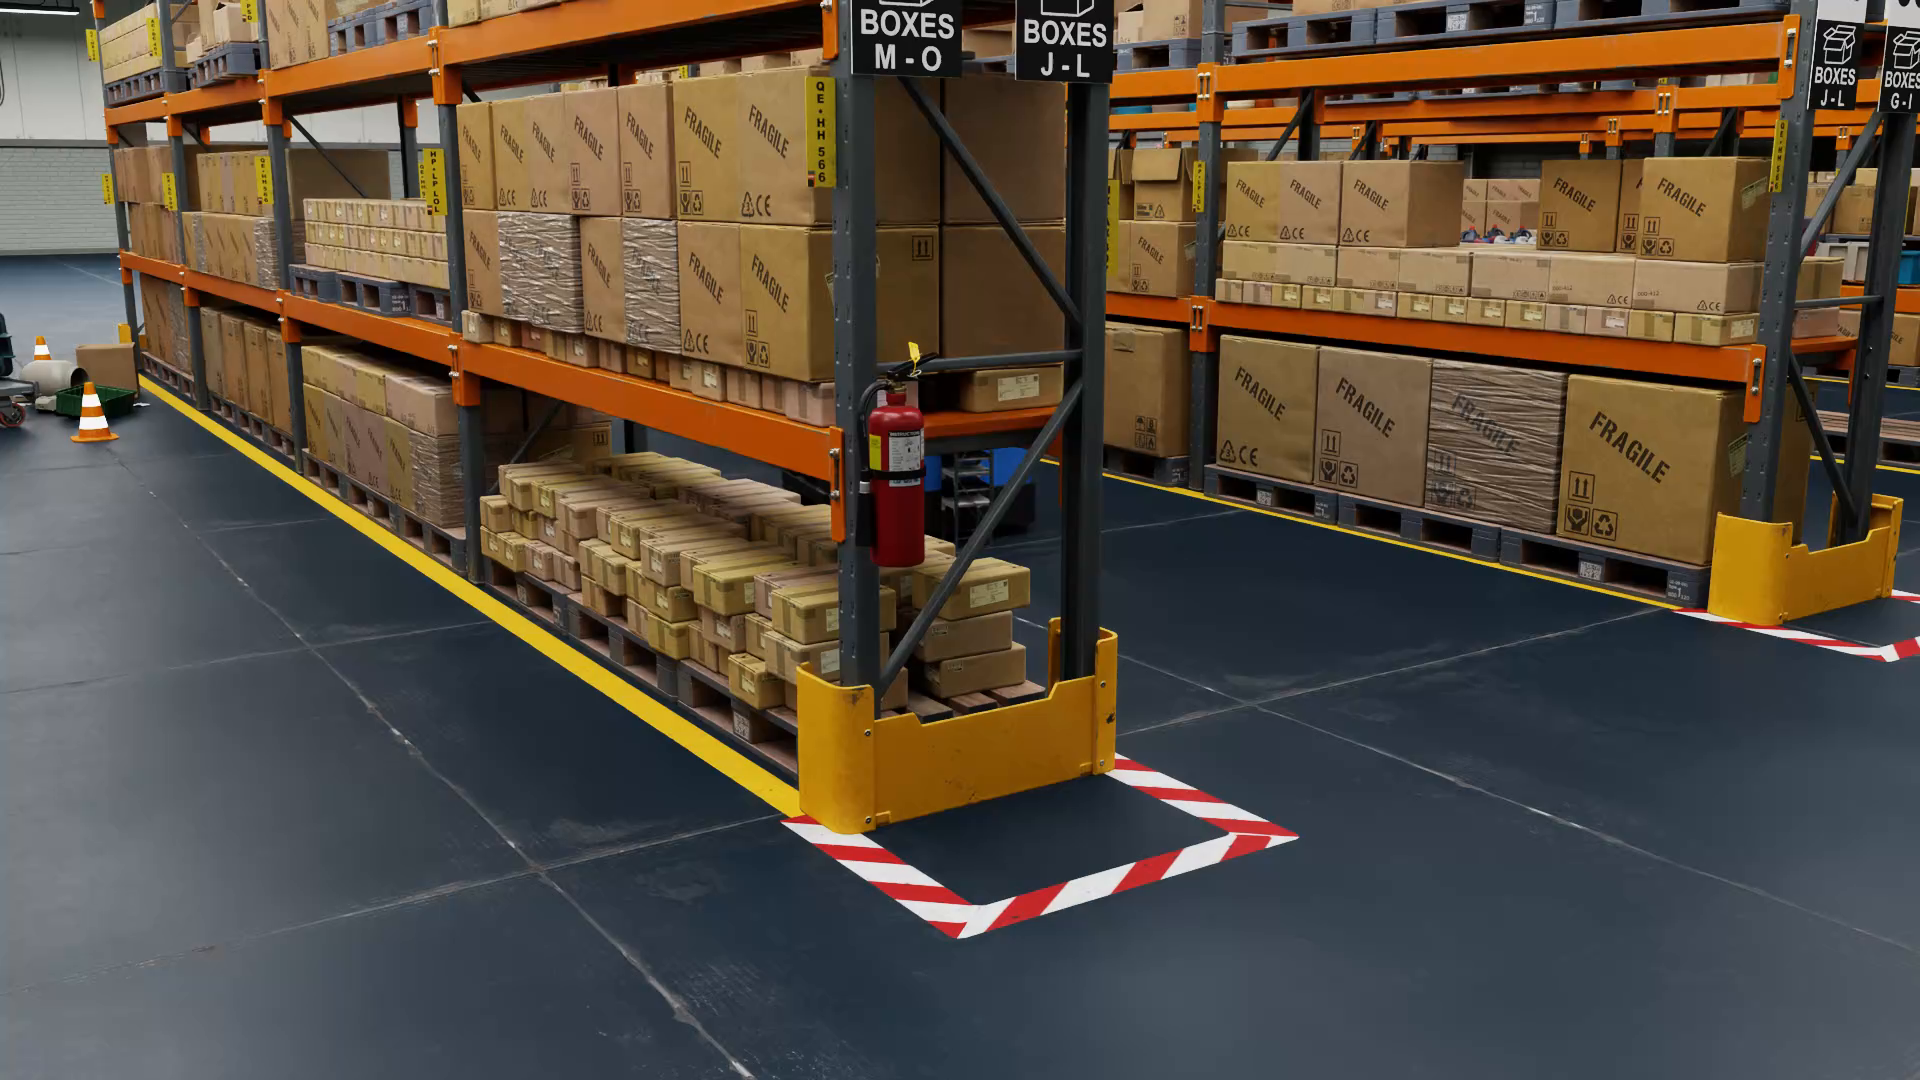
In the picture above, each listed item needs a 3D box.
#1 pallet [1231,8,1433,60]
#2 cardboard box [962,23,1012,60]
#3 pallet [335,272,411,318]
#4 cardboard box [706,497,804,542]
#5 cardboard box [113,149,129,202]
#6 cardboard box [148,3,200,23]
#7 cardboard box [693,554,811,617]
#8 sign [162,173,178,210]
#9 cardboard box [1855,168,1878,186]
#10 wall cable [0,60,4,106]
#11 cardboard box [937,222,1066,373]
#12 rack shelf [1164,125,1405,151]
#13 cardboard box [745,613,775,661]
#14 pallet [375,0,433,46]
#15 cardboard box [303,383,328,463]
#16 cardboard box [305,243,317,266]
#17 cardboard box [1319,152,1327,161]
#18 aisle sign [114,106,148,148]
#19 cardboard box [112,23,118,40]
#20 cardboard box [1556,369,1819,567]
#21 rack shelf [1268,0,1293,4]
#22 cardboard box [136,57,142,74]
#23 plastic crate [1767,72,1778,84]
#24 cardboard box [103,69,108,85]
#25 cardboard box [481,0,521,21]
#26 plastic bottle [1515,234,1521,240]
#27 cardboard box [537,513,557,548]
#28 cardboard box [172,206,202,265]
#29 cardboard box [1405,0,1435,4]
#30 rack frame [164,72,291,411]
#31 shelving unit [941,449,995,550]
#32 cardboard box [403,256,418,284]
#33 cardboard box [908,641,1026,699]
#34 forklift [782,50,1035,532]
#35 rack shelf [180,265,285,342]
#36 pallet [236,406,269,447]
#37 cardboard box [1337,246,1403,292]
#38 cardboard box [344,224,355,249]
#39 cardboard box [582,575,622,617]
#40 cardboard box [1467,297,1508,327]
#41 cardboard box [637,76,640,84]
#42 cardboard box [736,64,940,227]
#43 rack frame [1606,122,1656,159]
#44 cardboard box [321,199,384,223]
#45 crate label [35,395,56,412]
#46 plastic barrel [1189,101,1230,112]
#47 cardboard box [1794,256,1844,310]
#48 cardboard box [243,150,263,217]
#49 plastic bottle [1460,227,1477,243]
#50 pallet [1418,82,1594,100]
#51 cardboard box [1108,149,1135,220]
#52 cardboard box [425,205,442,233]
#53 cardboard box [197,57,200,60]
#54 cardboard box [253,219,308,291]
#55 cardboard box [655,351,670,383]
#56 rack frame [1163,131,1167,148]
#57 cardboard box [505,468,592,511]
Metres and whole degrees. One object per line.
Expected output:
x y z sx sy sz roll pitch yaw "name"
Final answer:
2.464 -3.136 10.368 1.003 0.211 1.213 -8 15 -33 "pallet"
0.201 -4.193 13.770 0.797 0.503 0.637 -7 14 -29 "cardboard box"
-3.251 -1.562 10.434 1.003 0.211 1.213 -8 15 -33 "pallet"
-0.922 -0.082 7.513 0.380 0.149 0.250 -8 15 -33 "cardboard box"
-8.641 -3.956 18.053 0.875 0.550 0.550 -8 15 -33 "cardboard box"
-7.066 -4.728 14.945 0.380 0.149 0.250 -8 15 -33 "cardboard box"
-0.794 0.170 6.362 0.380 0.149 0.250 -8 15 -34 "cardboard box"
-7.059 -3.110 14.852 0.100 0.325 0.005 -8 15 -33 "sign"
12.227 -4.785 21.990 0.500 0.250 0.500 -8 14 -31 "cardboard box"
-26.615 -13.732 43.633 2.305 6.003 0.169 -8 15 -33 "wall cable"
0.032 -0.887 5.967 0.500 0.500 0.500 -7 14 -30 "cardboard box"
4.728 -5.925 24.598 1.077 0.370 4.000 -8 15 -33 "rack shelf"
-0.580 0.349 6.239 0.380 0.149 0.250 -9 15 -34 "cardboard box"
-2.419 -2.788 9.007 1.213 0.211 1.003 -8 15 -33 "pallet"
-4.202 -0.831 11.510 0.500 0.500 0.500 -9 15 -35 "cardboard box"
-4.302 -1.982 11.510 0.380 0.149 0.250 -8 15 -34 "cardboard box"
5.304 -5.306 23.834 0.700 0.500 0.500 -8 15 -33 "cardboard box"
-9.103 -4.673 18.125 0.394 0.787 0.004 -8 15 -33 "aisle sign"
-8.332 -5.134 16.802 0.380 0.149 0.250 -8 15 -34 "cardboard box"
3.814 -0.421 8.757 0.875 0.875 0.875 -8 15 -33 "cardboard box"
2.818 -5.898 18.390 1.077 0.370 4.000 -8 15 -33 "rack shelf"
-7.629 -4.519 15.854 0.380 0.149 0.250 -8 15 -32 "cardboard box"
6.629 -3.770 13.553 0.450 0.188 0.662 -8 15 -33 "plastic crate"
-8.891 -4.924 17.706 0.380 0.149 0.250 -8 15 -32 "cardboard box"
-1.844 -2.482 7.522 0.500 0.250 0.500 -8 15 -34 "cardboard box"
5.292 -2.759 15.759 0.097 0.271 0.097 0 12 0 "plastic bottle"
-1.851 -0.074 8.172 0.380 0.149 0.250 -8 15 -33 "cardboard box"
-6.812 -2.852 15.532 0.875 0.550 0.550 -8 15 -33 "cardboard box"
2.969 -3.291 9.418 0.700 0.500 0.500 -7 14 -30 "cardboard box"
-6.598 -2.715 15.254 1.000 3.000 0.127 -8 15 -33 "rack frame"
0.044 -0.412 9.641 0.258 0.900 0.210 -5 13 -21 "shelving unit"
-2.970 -1.557 9.565 0.380 0.149 0.250 -9 15 -36 "cardboard box"
0.027 0.476 6.354 0.380 0.149 0.250 -8 15 -32 "cardboard box"
-0.560 -1.726 10.896 1.130 2.935 3.031 -5 13 -21 "forklift"
-5.490 -2.008 13.705 1.077 0.370 4.000 -8 15 -33 "rack shelf"
-5.428 -1.007 13.972 1.003 0.211 1.213 -8 15 -33 "pallet"
2.625 -1.638 9.985 0.500 0.250 0.500 -8 14 -31 "cardboard box"
-3.701 -1.937 10.607 0.380 0.149 0.250 -8 15 -33 "cardboard box"
-1.479 0.224 7.504 0.380 0.149 0.250 -9 15 -34 "cardboard box"
3.053 -1.279 9.276 0.380 0.149 0.250 -8 15 -33 "cardboard box"
-3.373 -5.088 18.502 0.380 0.149 0.250 -7 14 -31 "cardboard box"
-0.410 -1.315 5.583 0.500 0.500 0.500 -8 15 -34 "cardboard box"
8.052 -3.744 19.962 1.000 3.000 0.127 -8 15 -33 "rack frame"
-4.004 -2.180 11.020 0.380 0.149 0.250 -8 15 -33 "cardboard box"
-8.302 -1.245 15.237 0.250 0.136 0.298 4 13 16 "crate label"
2.897 -5.283 18.804 0.600 0.901 0.708 -8 15 -33 "plastic barrel"
4.194 -1.339 8.618 0.500 0.250 0.500 -9 15 -34 "cardboard box"
-5.190 -2.802 13.081 0.700 0.500 0.500 -8 15 -34 "cardboard box"
4.751 -2.744 15.503 0.144 0.351 0.185 -8 15 -33 "plastic bottle"
4.996 -4.150 15.236 1.003 0.211 1.213 -8 15 -33 "pallet"
1.288 -2.636 12.312 0.797 0.503 0.637 -8 15 -32 "cardboard box"
-2.700 -1.761 9.105 0.380 0.149 0.250 -9 15 -34 "cardboard box"
-6.230 -4.098 13.927 0.250 0.149 0.380 -8 15 -33 "cardboard box"
-4.855 -2.100 12.211 0.500 0.500 0.500 -8 15 -33 "cardboard box"
-1.006 -0.722 6.729 0.380 0.149 0.250 -9 15 -35 "cardboard box"
3.620 -5.167 26.469 1.000 3.000 0.127 -8 15 -33 "rack frame"
-2.044 -0.253 8.296 0.380 0.149 0.250 -7 14 -30 "cardboard box"
